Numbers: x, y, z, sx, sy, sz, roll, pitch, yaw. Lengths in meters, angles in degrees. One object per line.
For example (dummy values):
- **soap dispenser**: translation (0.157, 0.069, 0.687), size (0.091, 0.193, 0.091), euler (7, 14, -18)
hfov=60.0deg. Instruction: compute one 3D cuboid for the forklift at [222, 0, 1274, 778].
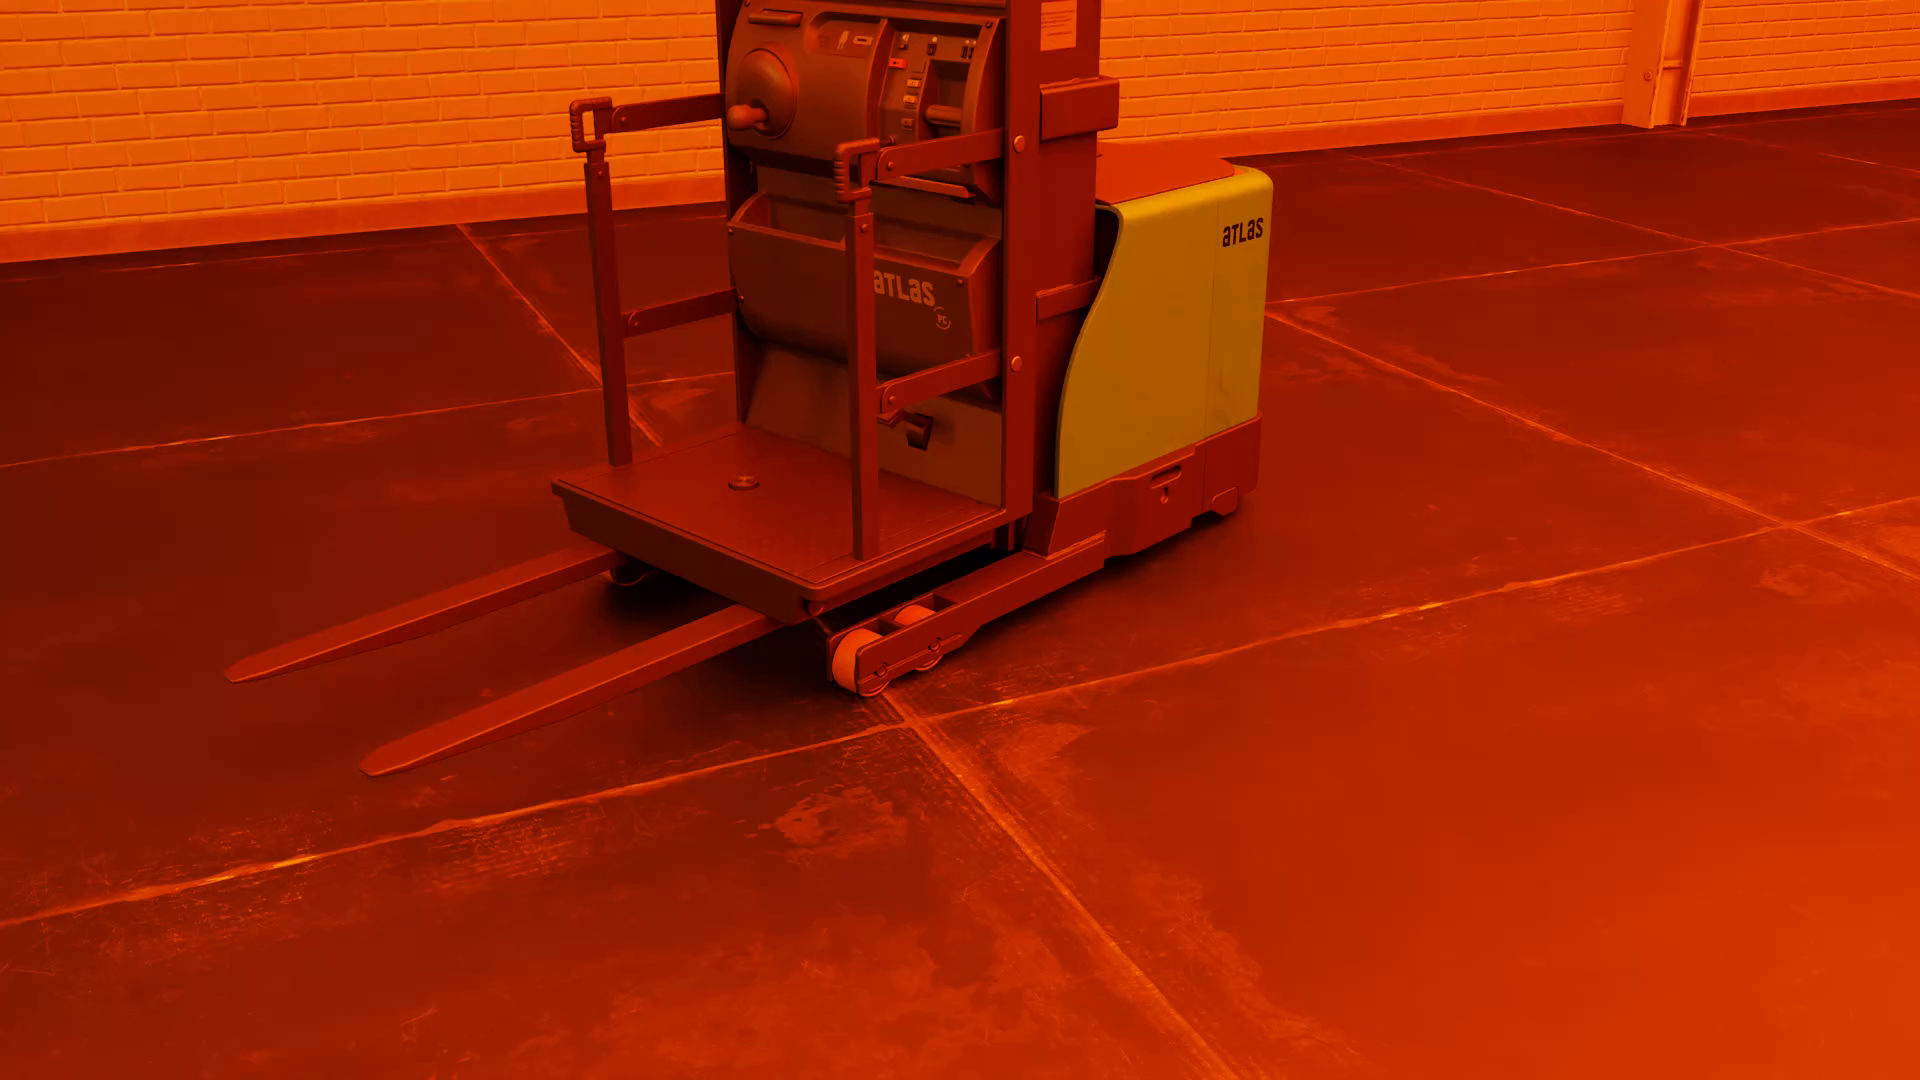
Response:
- **forklift**: translation (-0.413, -1.182, 4.131), size (1.130, 2.935, 3.031), euler (19, 29, 39)
